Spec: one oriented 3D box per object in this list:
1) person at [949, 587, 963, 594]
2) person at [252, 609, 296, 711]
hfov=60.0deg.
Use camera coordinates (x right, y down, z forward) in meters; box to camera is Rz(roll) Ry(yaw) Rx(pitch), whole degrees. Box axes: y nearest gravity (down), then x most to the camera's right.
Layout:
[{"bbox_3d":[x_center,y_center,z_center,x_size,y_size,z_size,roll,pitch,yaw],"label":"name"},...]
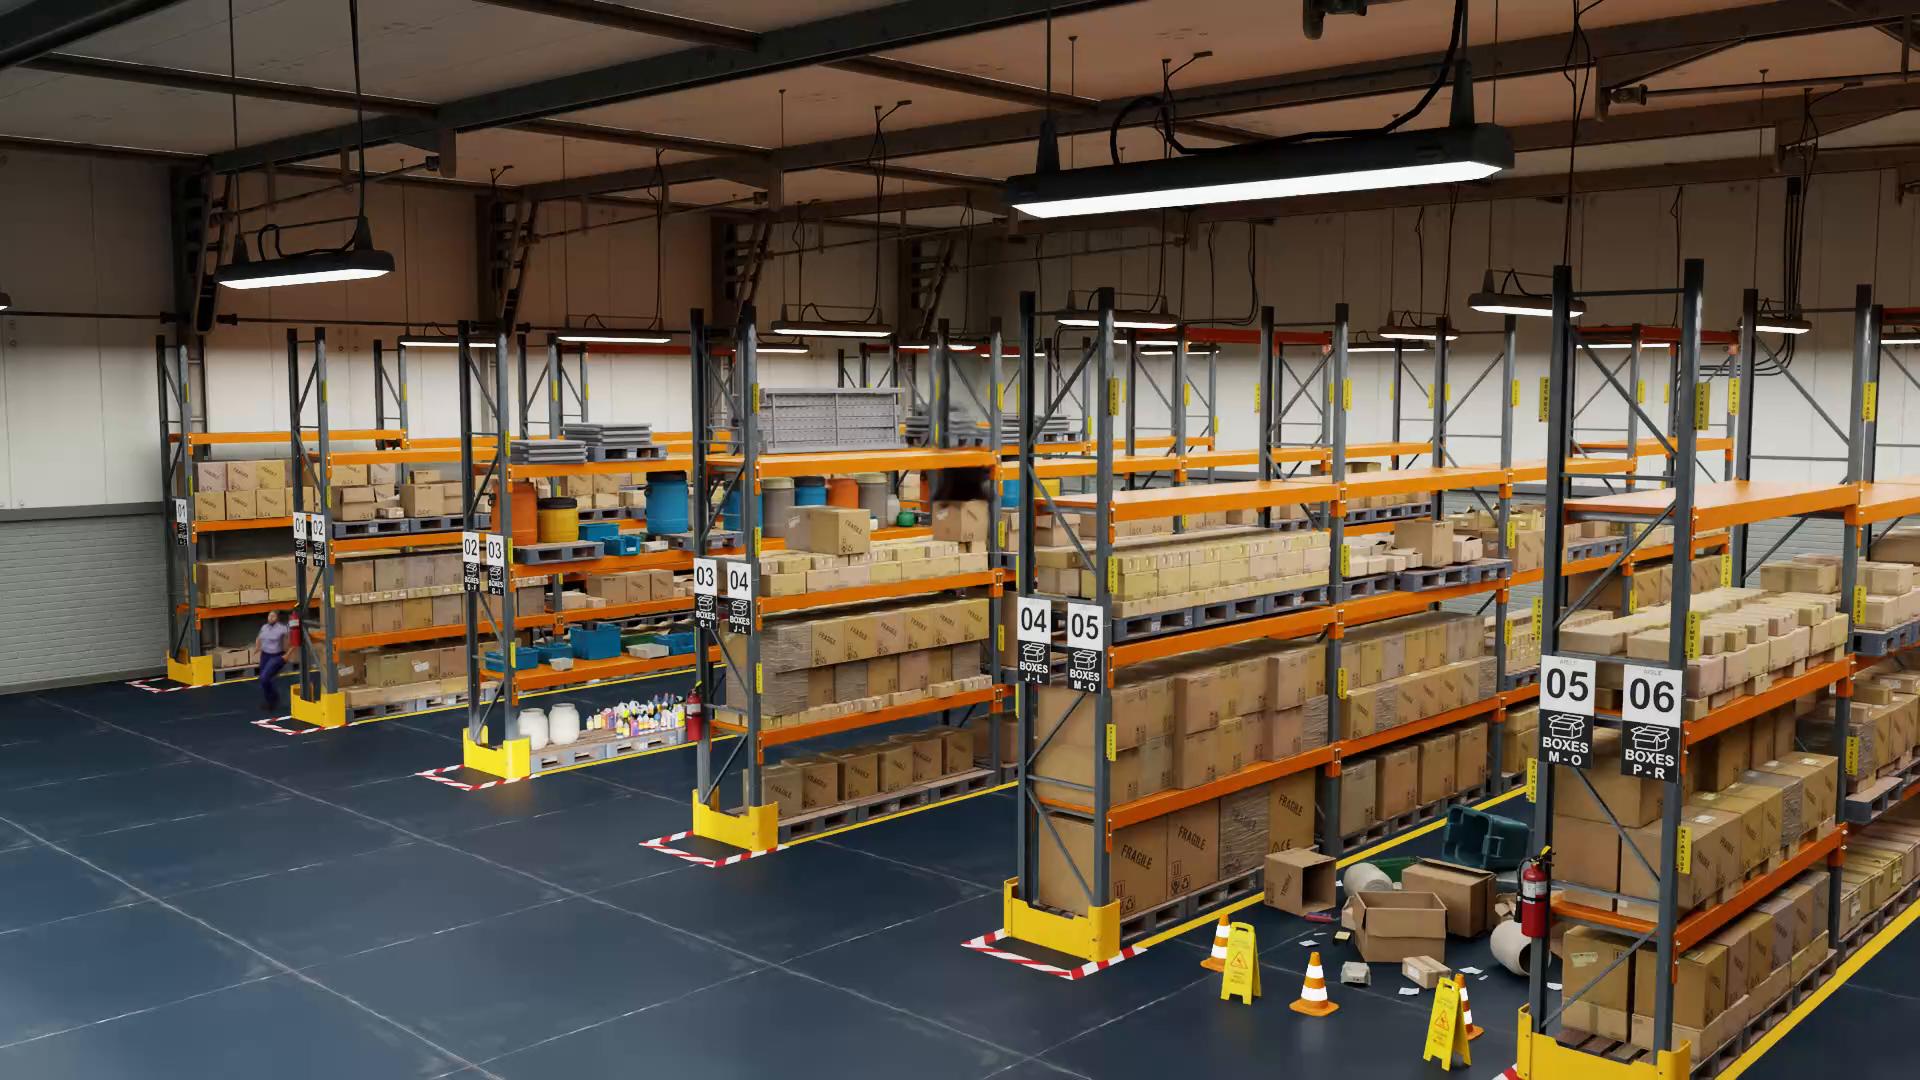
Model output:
[{"bbox_3d":[-0.197,1.373,31.201,0.706,1.805,0.846,4,7,37],"label":"person"},{"bbox_3d":[-10.869,1.907,26.318,0.666,1.637,0.628,2,6,23],"label":"person"}]
